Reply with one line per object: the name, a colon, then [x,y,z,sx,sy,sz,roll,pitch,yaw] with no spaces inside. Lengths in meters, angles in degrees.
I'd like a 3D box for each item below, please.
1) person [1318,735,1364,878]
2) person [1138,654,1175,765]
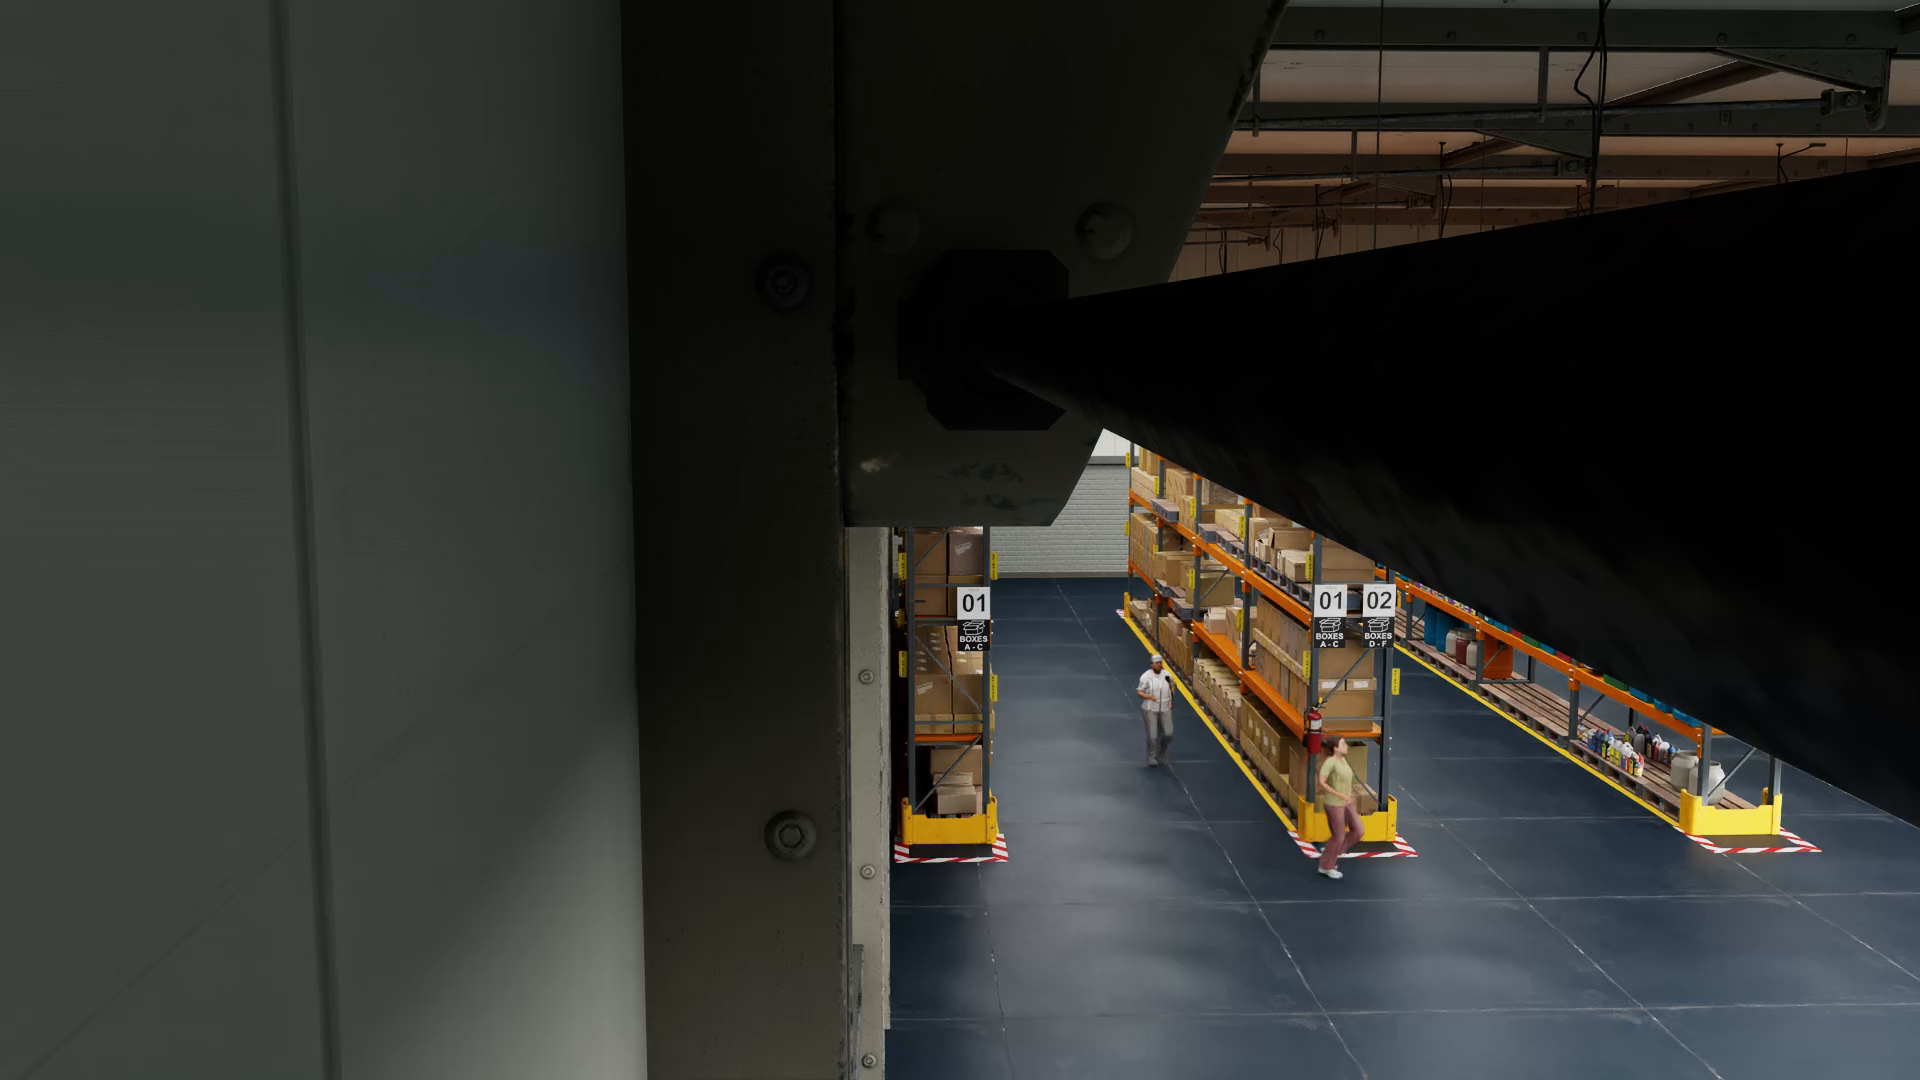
person: [4.418,3.074,19.229,0.501,1.642,0.605,6,10,41]
person: [2.862,2.459,23.933,0.591,1.638,0.576,-1,7,-9]
